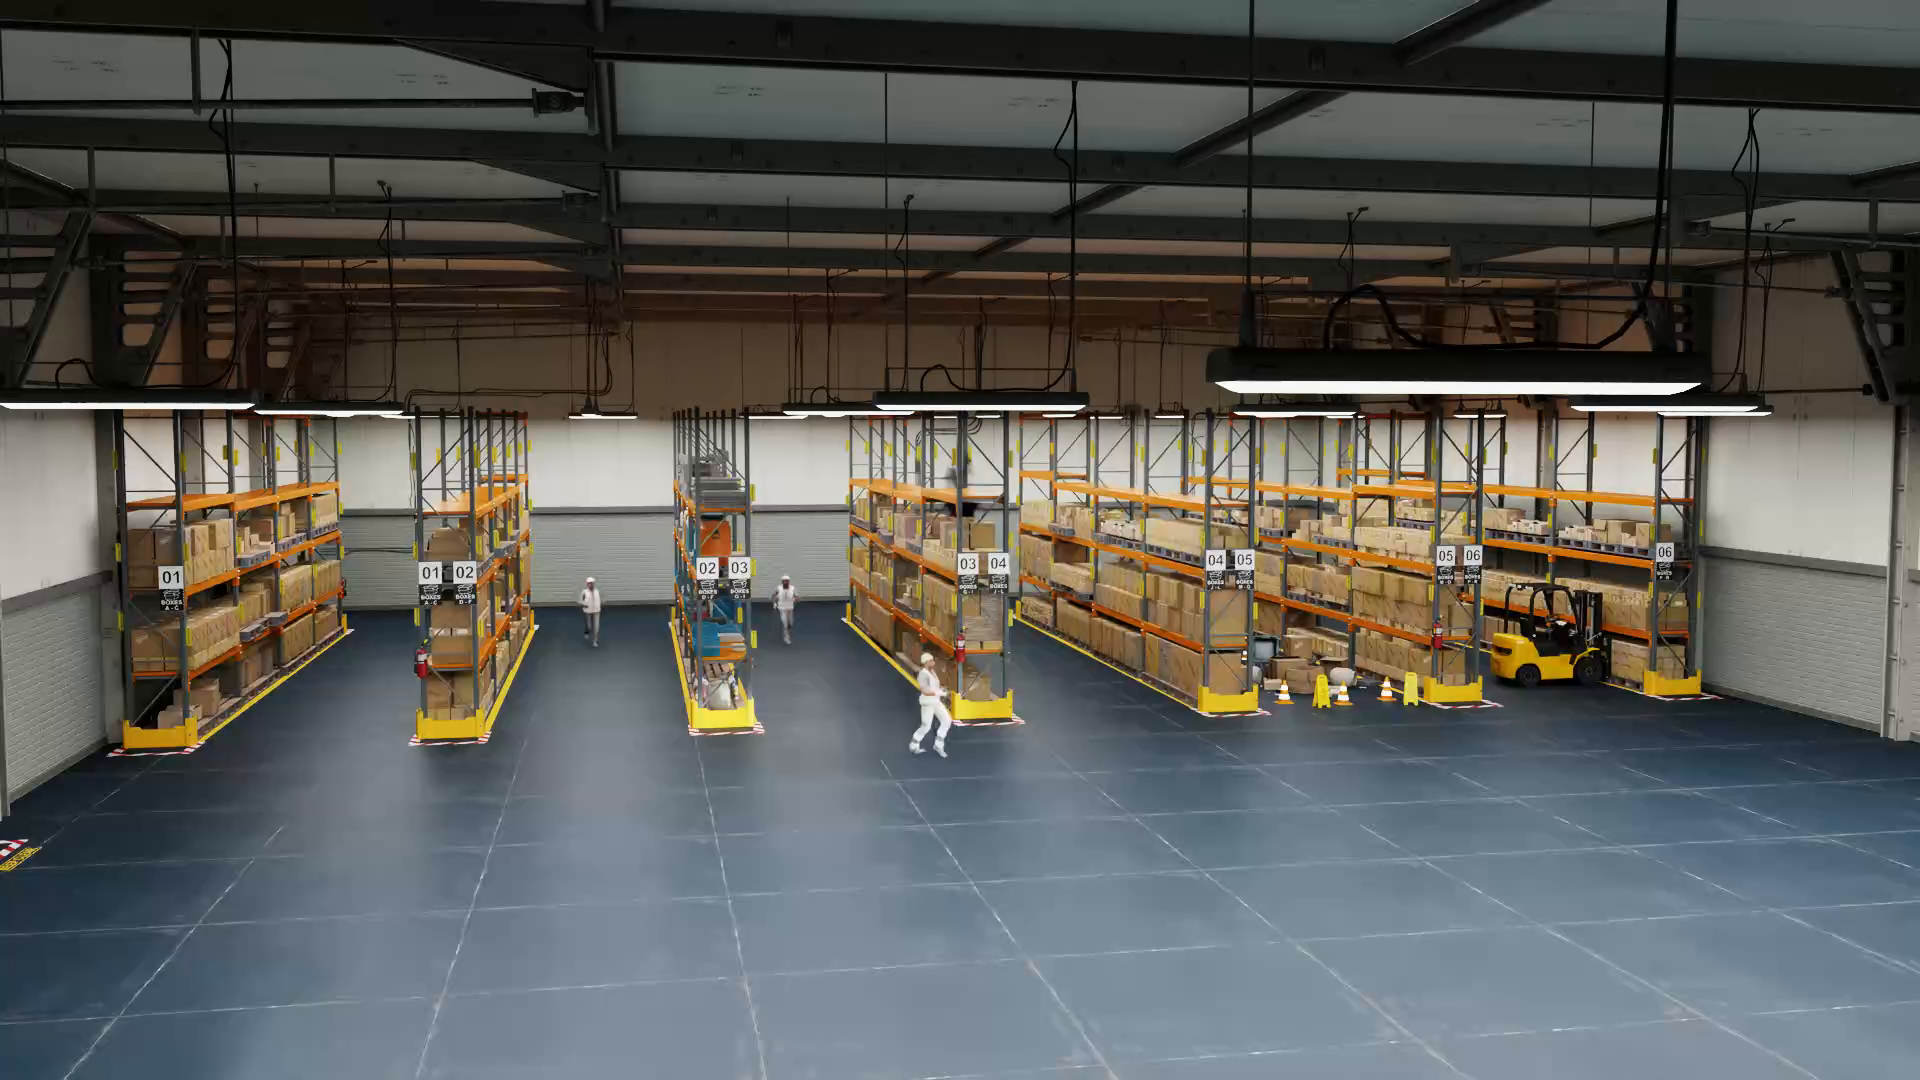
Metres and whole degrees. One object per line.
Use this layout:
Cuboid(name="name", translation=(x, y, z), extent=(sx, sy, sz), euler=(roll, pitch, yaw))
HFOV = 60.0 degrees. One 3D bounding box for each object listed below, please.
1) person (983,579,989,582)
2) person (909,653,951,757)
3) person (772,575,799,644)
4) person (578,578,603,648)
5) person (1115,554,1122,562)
Cuboid(name="person", translation=(0.629, 1.398, 48.749), extent=(0.747, 1.723, 0.740), euler=(3, 5, 36))
Cuboid(name="person", translation=(-0.507, 2.828, 28.449), extent=(0.750, 1.809, 0.670), euler=(2, 4, 24))
Cuboid(name="person", translation=(-4.495, 1.783, 42.914), extent=(0.689, 1.762, 0.877), euler=(-1, 4, -17))
Cuboid(name="person", translation=(-9.409, 1.835, 42.447), extent=(0.663, 1.764, 0.870), euler=(-2, 5, -27))
Cuboid(name="person", translation=(4.799, 1.276, 50.579), extent=(0.747, 1.771, 0.624), euler=(-1, 4, -14))
